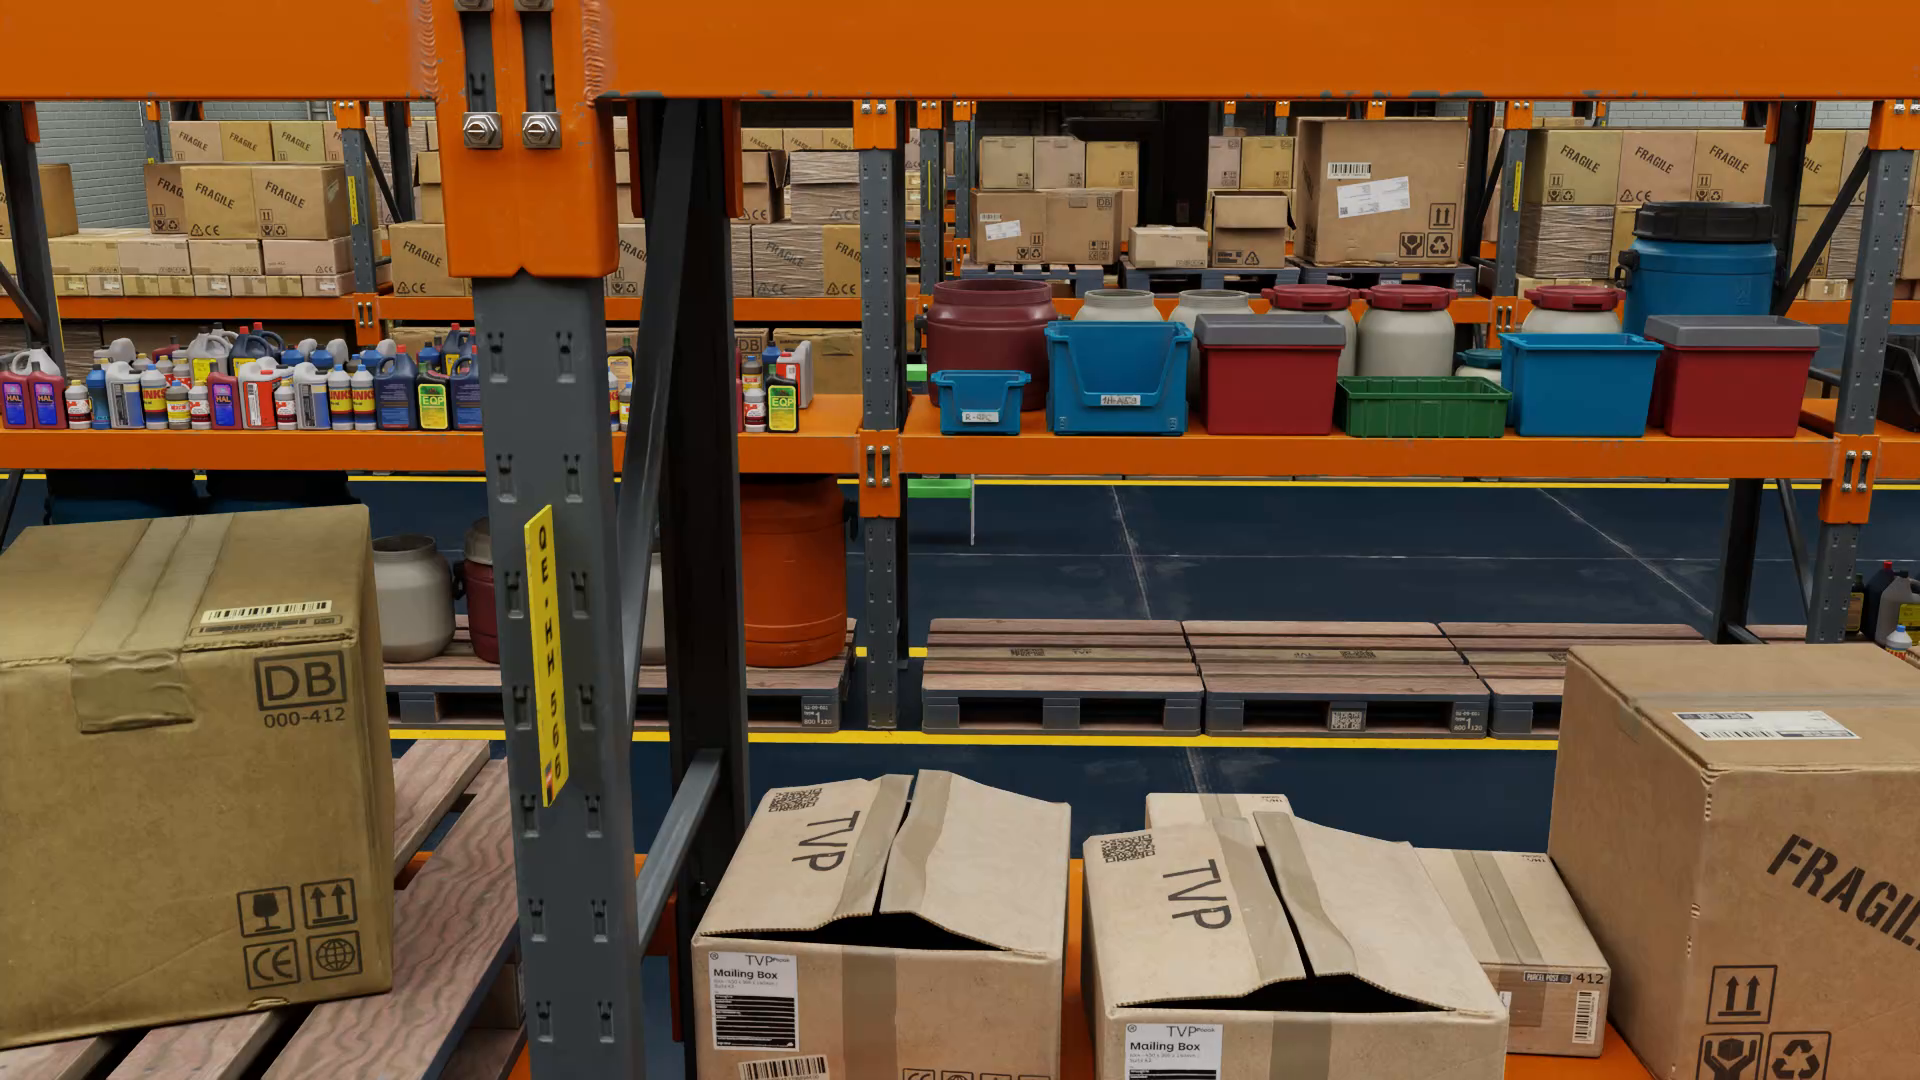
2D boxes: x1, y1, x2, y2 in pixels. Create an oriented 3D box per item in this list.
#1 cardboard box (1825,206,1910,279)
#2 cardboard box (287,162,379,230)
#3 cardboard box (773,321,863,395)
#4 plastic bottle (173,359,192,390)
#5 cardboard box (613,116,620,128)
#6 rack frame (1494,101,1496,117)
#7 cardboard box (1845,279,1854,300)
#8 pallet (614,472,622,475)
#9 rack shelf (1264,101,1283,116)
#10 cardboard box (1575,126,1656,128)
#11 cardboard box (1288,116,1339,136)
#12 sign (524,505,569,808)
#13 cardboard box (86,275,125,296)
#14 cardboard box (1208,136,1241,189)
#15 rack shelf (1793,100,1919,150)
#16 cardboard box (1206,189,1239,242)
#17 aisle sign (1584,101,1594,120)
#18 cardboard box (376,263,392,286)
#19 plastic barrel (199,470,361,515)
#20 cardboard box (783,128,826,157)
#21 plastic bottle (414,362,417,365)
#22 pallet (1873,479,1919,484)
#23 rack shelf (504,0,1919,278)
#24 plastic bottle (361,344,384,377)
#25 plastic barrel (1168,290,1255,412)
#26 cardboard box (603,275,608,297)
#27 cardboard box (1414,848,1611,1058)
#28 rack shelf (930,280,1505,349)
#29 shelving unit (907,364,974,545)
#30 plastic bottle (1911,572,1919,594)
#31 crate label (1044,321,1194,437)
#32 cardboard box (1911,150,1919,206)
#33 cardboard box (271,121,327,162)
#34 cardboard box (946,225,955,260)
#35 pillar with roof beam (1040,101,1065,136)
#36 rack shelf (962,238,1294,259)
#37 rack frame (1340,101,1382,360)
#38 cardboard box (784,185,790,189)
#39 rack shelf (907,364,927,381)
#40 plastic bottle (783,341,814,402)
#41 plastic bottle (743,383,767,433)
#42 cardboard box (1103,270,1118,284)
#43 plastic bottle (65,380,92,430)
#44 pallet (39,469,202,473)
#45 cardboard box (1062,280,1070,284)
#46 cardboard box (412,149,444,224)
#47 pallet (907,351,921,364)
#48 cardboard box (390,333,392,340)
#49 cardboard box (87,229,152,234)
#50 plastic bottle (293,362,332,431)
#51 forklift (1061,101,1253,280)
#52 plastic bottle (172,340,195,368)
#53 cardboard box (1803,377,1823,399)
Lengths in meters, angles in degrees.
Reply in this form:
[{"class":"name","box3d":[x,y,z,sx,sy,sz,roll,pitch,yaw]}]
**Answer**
[{"class":"cardboard box","box3d":[6.248,-2.152,11.836,0.500,0.500,0.875,0,15,1]},{"class":"cardboard box","box3d":[-4.669,-2.542,12.337,0.500,0.500,0.500,0,15,1]},{"class":"cardboard box","box3d":[-0.887,-1.199,12.348,0.875,0.875,1.225,0,15,-1]},{"class":"plastic bottle","box3d":[-3.540,-0.726,7.603,0.097,0.201,0.097,0,15,0]},{"class":"cardboard box","box3d":[-4.521,-5.363,21.360,0.250,0.149,0.380,1,15,3]},{"class":"rack frame","box3d":[8.175,-5.755,26.273,0.127,3.000,1.000,0,15,1]},{"class":"cardboard box","box3d":[6.259,-1.794,11.750,0.250,0.149,0.380,0,15,1]},{"class":"pallet","box3d":[-2.201,-0.699,12.574,1.213,0.211,1.003,0,15,1]},{"class":"rack shelf","box3d":[2.054,-5.631,21.332,4.000,0.370,1.077,0,15,1]},{"class":"cardboard box","box3d":[6.548,-3.851,16.647,0.550,0.550,0.875,0,15,1]},{"class":"cardboard box","box3d":[4.488,-5.133,21.175,0.500,0.500,0.700,0,15,1]},{"class":"sign","box3d":[-0.459,0.129,1.856,0.005,0.325,0.100,0,15,1]},{"class":"cardboard box","box3d":[-6.049,-1.847,11.954,0.250,0.149,0.380,1,15,2]},{"class":"cardboard box","box3d":[2.512,-3.792,16.676,0.500,0.500,0.700,0,15,2]},{"class":"rack shelf","box3d":[5.673,-1.814,6.867,4.000,0.370,1.077,0,15,1]},{"class":"cardboard box","box3d":[2.489,-3.242,16.553,0.500,0.500,0.500,1,15,2]},{"class":"aisle sign","box3d":[8.122,-5.825,21.441,0.004,0.787,0.394,0,15,1]},{"class":"cardboard box","box3d":[-4.484,-2.005,12.553,0.250,0.149,0.380,0,15,2]},{"class":"plastic barrel","box3d":[-3.072,0.047,7.571,0.708,0.901,0.600,0,15,1]},{"class":"cardboard box","box3d":[-1.984,-5.021,21.335,0.500,0.500,0.500,0,15,1]},{"class":"plastic bottle","box3d":[-2.569,-0.759,7.726,0.097,0.201,0.097,0,15,0]},{"class":"pallet","box3d":[6.912,-0.628,12.308,1.213,0.211,1.003,0,15,1]},{"class":"rack shelf","box3d":[1.544,-0.577,2.178,4.000,0.370,1.077,0,15,1]},{"class":"plastic bottle","box3d":[-2.670,-0.755,7.572,0.097,0.271,0.097,0,15,0]},{"class":"plastic barrel","box3d":[1.130,-0.850,7.462,0.421,0.512,0.421,0,15,0]},{"class":"cardboard box","box3d":[-2.741,-2.015,11.902,0.500,0.500,0.500,0,15,0]},{"class":"cardboard box","box3d":[0.821,0.628,2.573,0.250,0.149,0.380,1,15,6]},{"class":"rack shelf","box3d":[1.801,-1.653,12.136,4.000,0.370,1.077,0,15,1]},{"class":"shelving unit","box3d":[-0.165,-0.581,10.191,0.503,1.200,0.258,0,15,1]},{"class":"plastic bottle","box3d":[4.517,0.275,7.747,0.185,0.351,0.144,0,15,-1]},{"class":"crate label","box3d":[0.662,-0.693,7.015,0.616,0.435,0.502,0,15,1]},{"class":"cardboard box","box3d":[6.743,-2.580,11.499,0.500,0.500,0.500,0,15,1]},{"class":"cardboard box","box3d":[-6.502,-3.925,16.596,0.500,0.500,0.500,0,15,0]},{"class":"cardboard box","box3d":[-0.250,-4.749,26.538,0.500,0.500,0.500,1,15,3]},{"class":"pillar with roof beam","box3d":[1.394,-7.831,22.383,0.400,9.000,9.100,0,15,1]},{"class":"rack shelf","box3d":[2.029,-2.917,16.928,4.000,0.370,1.077,0,15,1]},{"class":"rack frame","box3d":[4.028,-3.252,16.786,0.127,3.000,1.000,0,15,1]},{"class":"cardboard box","box3d":[-1.765,-3.543,16.391,0.250,0.149,0.380,1,15,4]},{"class":"rack shelf","box3d":[-0.165,-0.984,10.085,0.480,0.148,0.258,0,15,1]},{"class":"plastic bottle","box3d":[-0.749,-0.776,7.645,0.135,0.276,0.152,0,15,1]},{"class":"plastic bottle","box3d":[-0.855,-0.554,6.949,0.097,0.201,0.097,0,15,0]},{"class":"cardboard box","box3d":[1.510,-2.362,16.998,0.750,0.750,1.050,1,15,2]},{"class":"plastic bottle","box3d":[-3.718,-0.573,7.020,0.097,0.201,0.097,0,15,0]},{"class":"pallet","box3d":[-6.178,-0.724,12.670,1.213,0.211,1.003,0,15,1]},{"class":"cardboard box","box3d":[1.357,-3.465,21.920,0.625,0.372,0.950,0,15,0]},{"class":"cardboard box","box3d":[-3.558,-2.571,12.044,0.637,0.503,0.797,0,15,0]},{"class":"pallet","box3d":[-0.752,-1.935,17.262,1.213,0.211,1.003,0,15,1]},{"class":"cardboard box","box3d":[-5.664,-2.070,17.071,0.250,0.149,0.380,1,15,2]},{"class":"cardboard box","box3d":[-6.168,-2.193,12.482,0.500,0.250,0.500,0,15,2]},{"class":"plastic bottle","box3d":[-2.713,-0.609,7.012,0.135,0.276,0.152,0,15,1]},{"class":"forklift","box3d":[1.368,-2.581,14.377,3.031,2.935,1.130,0,15,2]},{"class":"plastic bottle","box3d":[-3.556,-0.794,7.714,0.135,0.276,0.152,0,15,1]},{"class":"cardboard box","box3d":[5.952,-0.969,12.208,0.500,0.500,0.500,2,15,7]}]
